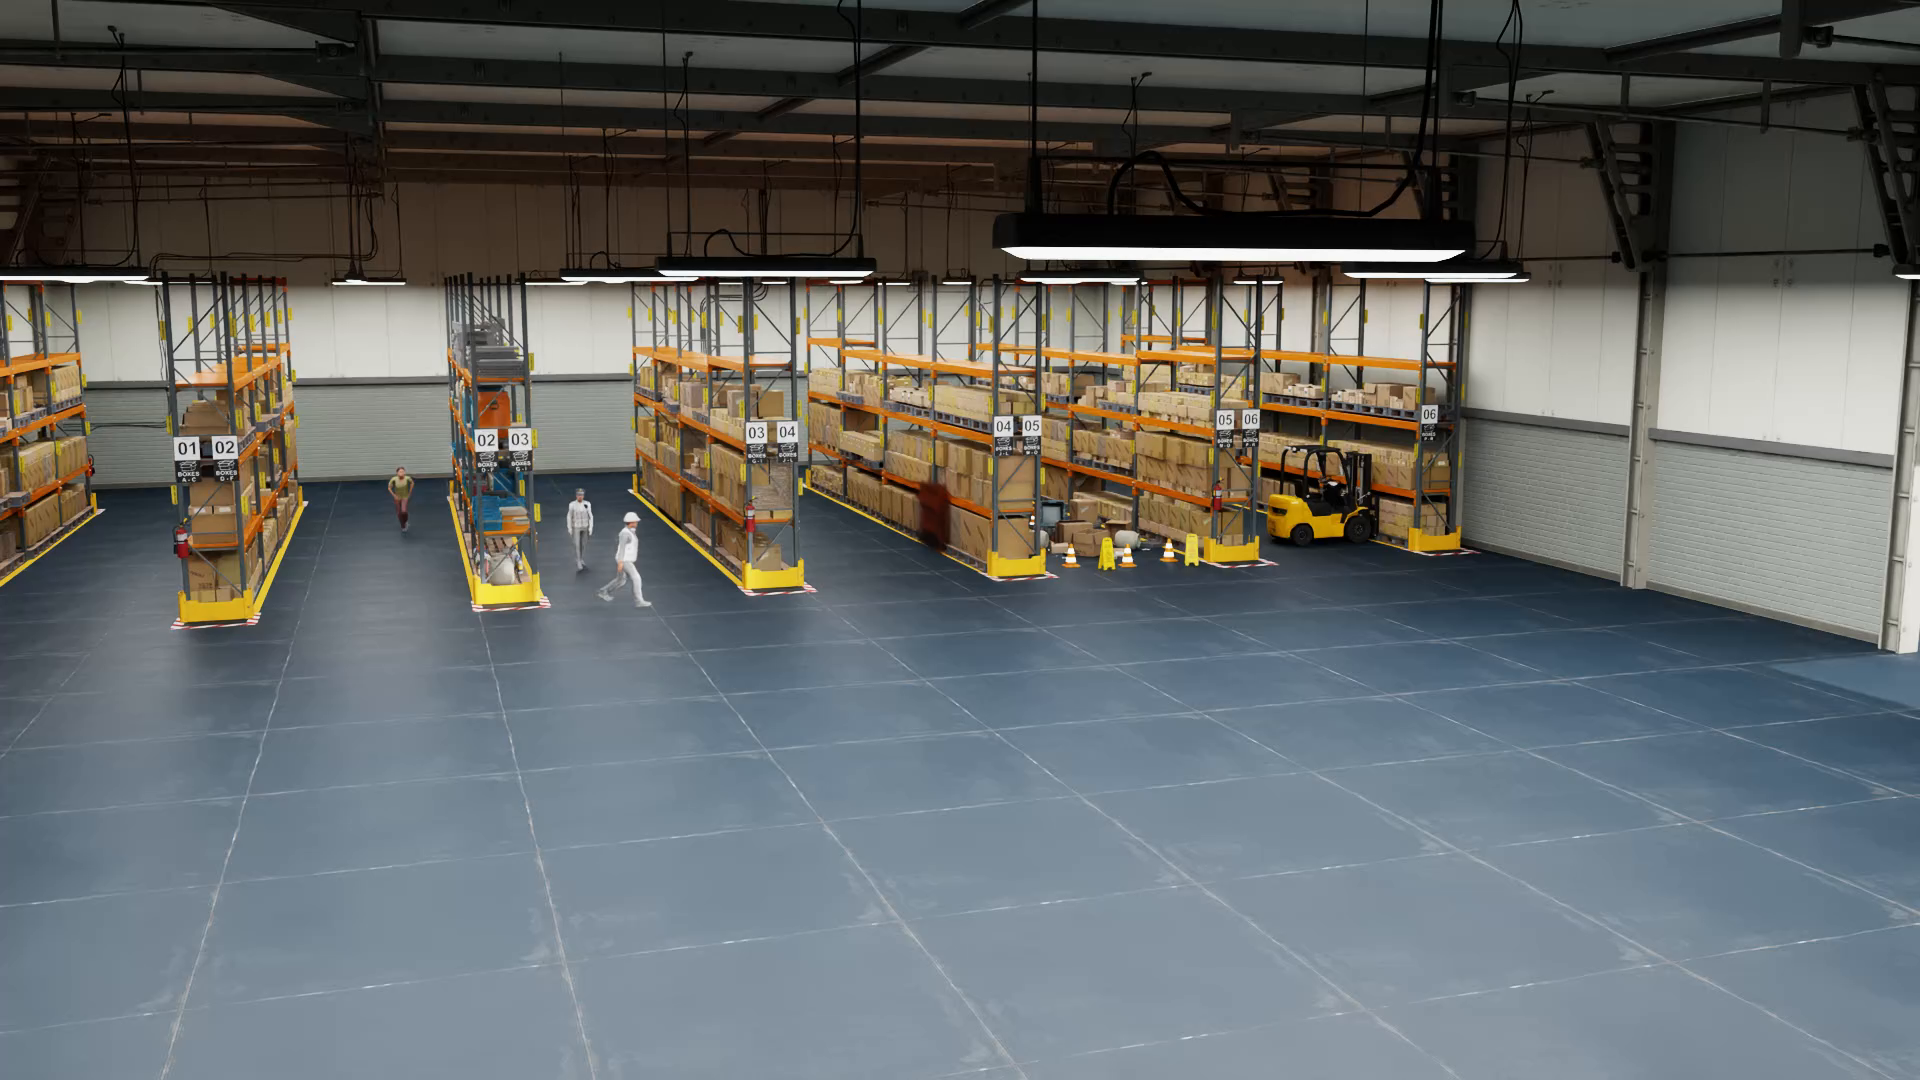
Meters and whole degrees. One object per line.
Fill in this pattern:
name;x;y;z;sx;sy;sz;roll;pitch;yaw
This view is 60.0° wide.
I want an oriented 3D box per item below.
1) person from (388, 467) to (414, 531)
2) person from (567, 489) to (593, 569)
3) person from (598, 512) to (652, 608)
person;-13.206;-0.974;39.338;0.540;1.571;0.684;-1;9;-6
person;-7.784;-0.254;34.210;0.497;1.628;0.934;-5;10;-29
person;-6.081;0.351;30.068;1.052;1.723;0.552;1;9;5
